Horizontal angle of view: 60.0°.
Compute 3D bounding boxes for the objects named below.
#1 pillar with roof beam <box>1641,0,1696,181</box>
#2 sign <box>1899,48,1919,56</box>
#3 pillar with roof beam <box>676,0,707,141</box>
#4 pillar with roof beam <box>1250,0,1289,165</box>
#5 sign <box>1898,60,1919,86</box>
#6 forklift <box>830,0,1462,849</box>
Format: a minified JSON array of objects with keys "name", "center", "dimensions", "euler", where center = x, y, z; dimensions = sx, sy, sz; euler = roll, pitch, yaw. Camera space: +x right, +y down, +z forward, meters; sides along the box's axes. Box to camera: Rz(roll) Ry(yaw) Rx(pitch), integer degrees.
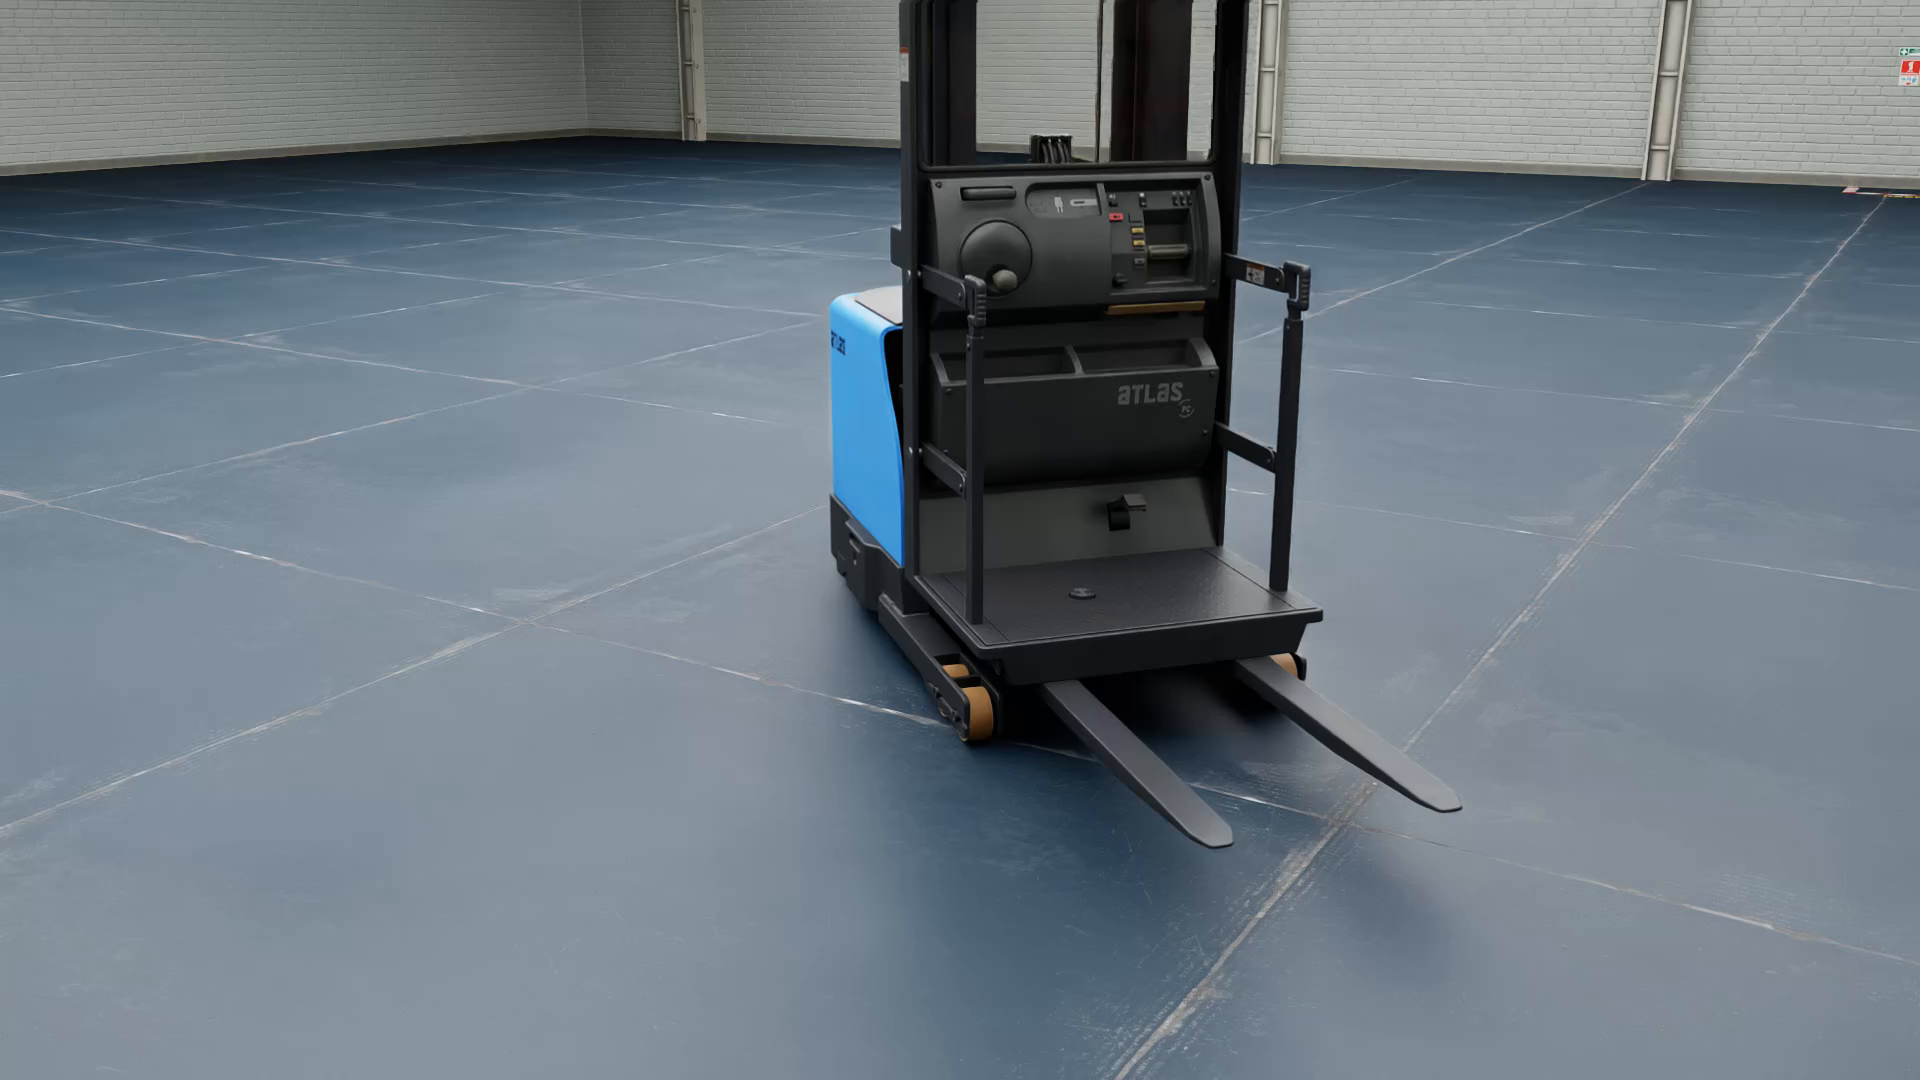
[{"name":"pillar with roof beam","center":[7.817,-8.442,19.191],"dimensions":[0.400,9.000,9.100],"euler":[10,20,30]},{"name":"sign","center":[12.679,-6.488,22.106],"dimensions":[0.331,0.109,0.001],"euler":[10,20,30]},{"name":"pillar with roof beam","center":[-7.521,-11.180,28.204],"dimensions":[0.400,9.000,9.100],"euler":[10,20,30]},{"name":"pillar with roof beam","center":[2.704,-9.355,22.195],"dimensions":[0.400,9.000,9.100],"euler":[10,20,30]},{"name":"sign","center":[12.680,-6.237,22.193],"dimensions":[0.234,0.329,0.001],"euler":[10,20,30]},{"name":"forklift","center":[0.431,-0.935,4.917],"dimensions":[1.130,2.935,3.031],"euler":[-5,18,-17]}]
